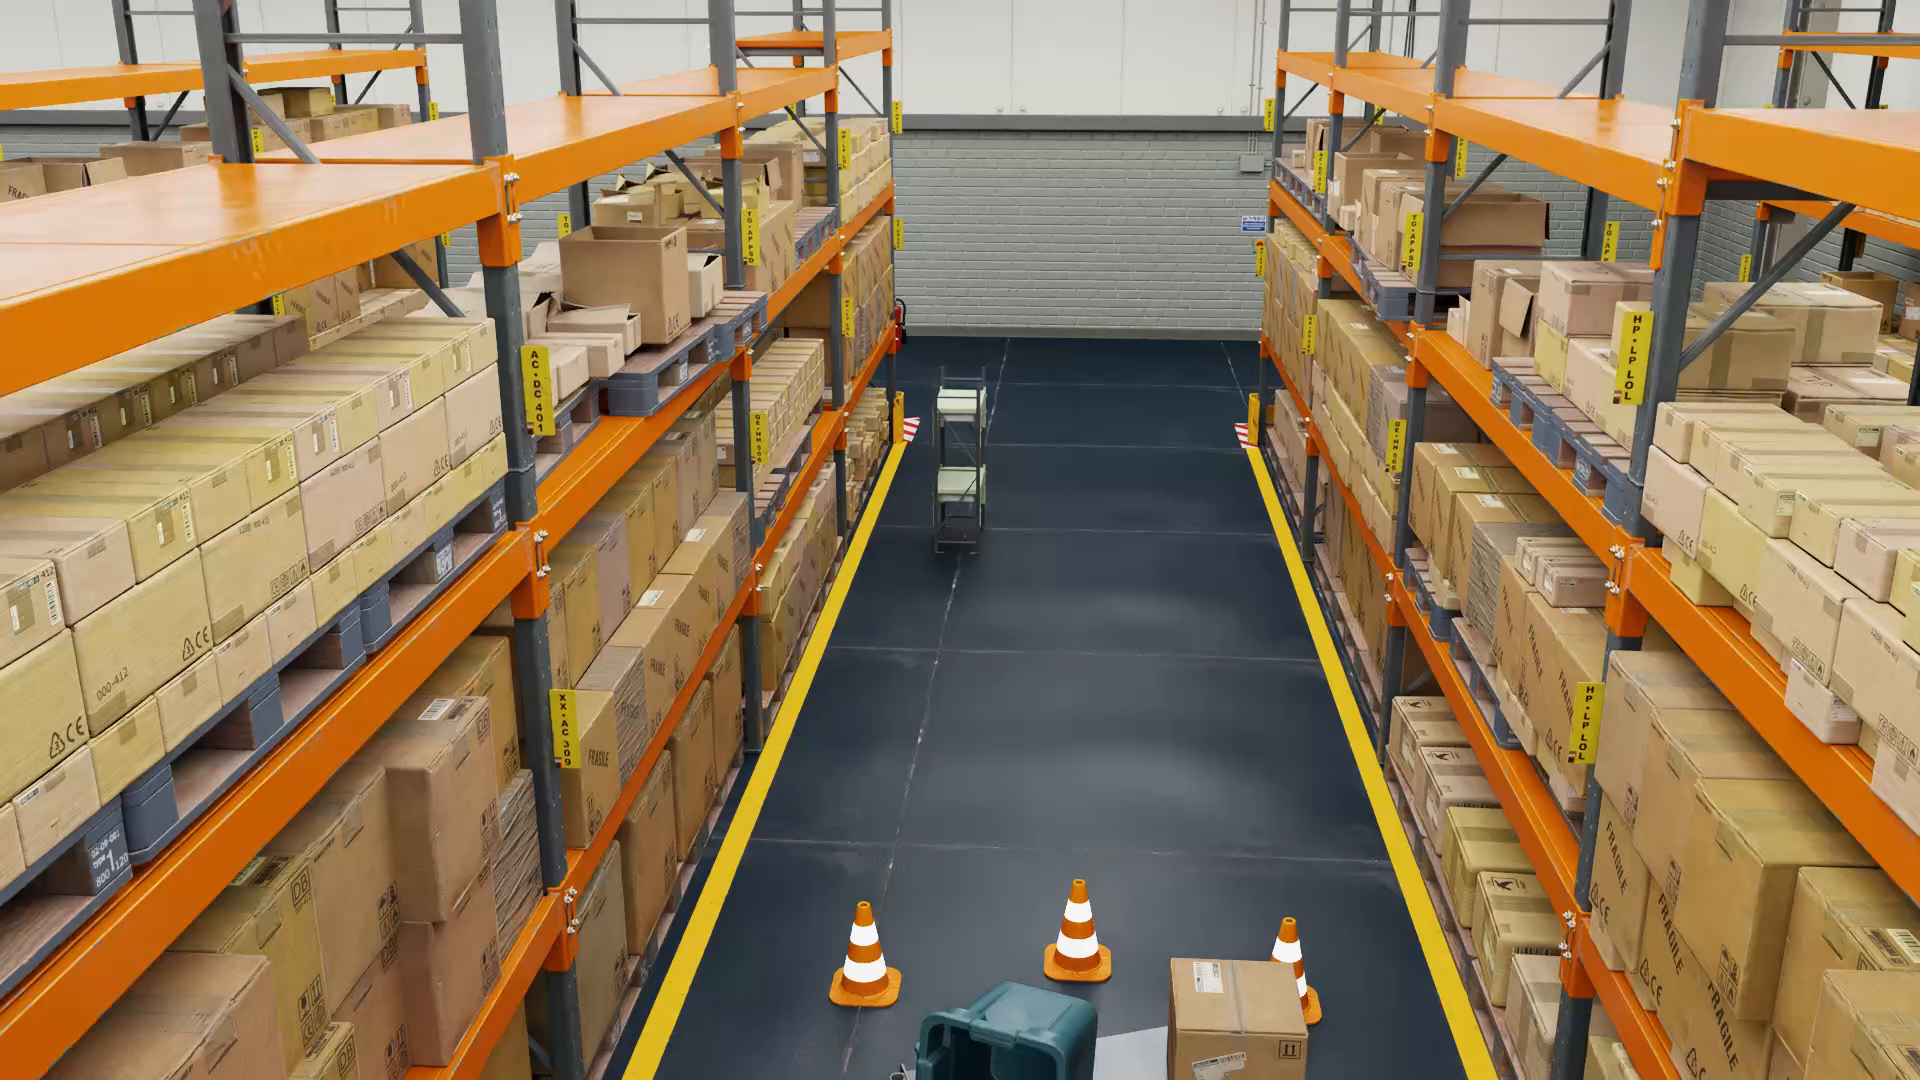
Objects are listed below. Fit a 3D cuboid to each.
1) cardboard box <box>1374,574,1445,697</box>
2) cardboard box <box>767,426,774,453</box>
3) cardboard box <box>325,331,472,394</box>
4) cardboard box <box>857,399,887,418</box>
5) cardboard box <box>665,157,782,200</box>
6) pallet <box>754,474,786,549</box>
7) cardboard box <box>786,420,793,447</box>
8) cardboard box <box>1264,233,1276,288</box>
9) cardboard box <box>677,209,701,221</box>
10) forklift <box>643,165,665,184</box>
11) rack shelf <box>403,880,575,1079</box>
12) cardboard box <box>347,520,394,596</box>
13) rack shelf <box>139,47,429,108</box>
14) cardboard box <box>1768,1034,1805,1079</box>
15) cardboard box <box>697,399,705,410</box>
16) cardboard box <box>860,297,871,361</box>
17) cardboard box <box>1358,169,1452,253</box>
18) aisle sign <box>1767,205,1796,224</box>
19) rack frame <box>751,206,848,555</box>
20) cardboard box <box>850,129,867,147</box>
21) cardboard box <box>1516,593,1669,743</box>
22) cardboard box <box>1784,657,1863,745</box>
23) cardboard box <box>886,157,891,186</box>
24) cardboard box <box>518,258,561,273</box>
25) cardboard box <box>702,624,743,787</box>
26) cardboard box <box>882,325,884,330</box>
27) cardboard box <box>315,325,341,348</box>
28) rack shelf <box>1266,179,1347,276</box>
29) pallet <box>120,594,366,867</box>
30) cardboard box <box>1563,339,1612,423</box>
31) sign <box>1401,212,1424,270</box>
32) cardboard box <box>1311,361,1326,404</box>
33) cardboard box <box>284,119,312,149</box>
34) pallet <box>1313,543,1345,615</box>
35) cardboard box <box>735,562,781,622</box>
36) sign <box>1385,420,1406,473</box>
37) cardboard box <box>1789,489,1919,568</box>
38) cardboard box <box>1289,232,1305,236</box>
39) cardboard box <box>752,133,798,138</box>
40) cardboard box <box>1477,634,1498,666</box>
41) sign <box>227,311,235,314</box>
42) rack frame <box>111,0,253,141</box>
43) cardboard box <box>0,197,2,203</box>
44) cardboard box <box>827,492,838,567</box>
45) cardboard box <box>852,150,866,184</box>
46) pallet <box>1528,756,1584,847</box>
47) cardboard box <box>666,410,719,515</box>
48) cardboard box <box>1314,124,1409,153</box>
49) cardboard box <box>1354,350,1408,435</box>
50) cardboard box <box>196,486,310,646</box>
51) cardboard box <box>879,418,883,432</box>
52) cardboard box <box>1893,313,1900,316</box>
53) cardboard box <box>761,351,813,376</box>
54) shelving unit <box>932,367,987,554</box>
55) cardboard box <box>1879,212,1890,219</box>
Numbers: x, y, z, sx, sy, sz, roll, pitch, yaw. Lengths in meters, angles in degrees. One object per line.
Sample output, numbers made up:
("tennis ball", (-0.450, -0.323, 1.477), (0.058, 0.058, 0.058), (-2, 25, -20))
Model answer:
("cardboard box", (3.297, 0.597, 11.023), (0.875, 0.875, 0.875), (1, 18, 3))
("cardboard box", (-1.494, -0.693, 11.471), (0.380, 0.149, 0.250), (1, 18, 4))
("cardboard box", (-1.793, -0.570, 5.317), (0.380, 0.149, 0.250), (1, 18, 4))
("cardboard box", (-0.959, -1.362, 17.211), (0.380, 0.149, 0.250), (1, 18, 3))
("cardboard box", (-1.735, -2.519, 12.137), (0.797, 0.503, 0.637), (1, 18, 3))
("pallet", (-1.835, -0.212, 11.062), (1.213, 0.211, 1.003), (1, 18, 4))
("cardboard box", (-1.434, -0.787, 12.237), (0.380, 0.149, 0.250), (1, 18, 2))
("cardboard box", (3.420, -2.865, 17.084), (0.500, 0.500, 0.500), (1, 18, 3))
("cardboard box", (-1.970, -1.891, 10.900), (0.500, 0.500, 0.500), (1, 18, 4))
("forklift", (-2.879, -2.401, 17.544), (1.130, 2.935, 3.031), (0, 18, 0))
("rack shelf", (-2.210, 2.125, 4.774), (1.077, 0.370, 4.000), (1, 18, 4))
("cardboard box", (-1.847, 0.045, 4.720), (0.380, 0.149, 0.250), (2, 18, 5))
("rack shelf", (-6.290, -4.404, 15.710), (1.077, 0.370, 4.000), (1, 18, 4))
("cardboard box", (2.490, 1.653, 4.424), (0.500, 0.500, 0.500), (1, 18, 5))
("cardboard box", (-2.090, -0.946, 12.244), (0.380, 0.149, 0.250), (1, 18, 3))
("cardboard box", (-1.106, -1.969, 15.476), (0.500, 0.500, 0.500), (1, 18, 3))
("cardboard box", (3.002, -2.227, 11.250), (0.500, 0.500, 0.500), (1, 18, 4))
("aisle sign", (8.401, -3.639, 17.036), (0.394, 0.787, 0.004), (1, 18, 4))
("rack frame", (-1.493, -1.322, 14.141), (1.000, 3.000, 0.127), (1, 18, 4))
("cardboard box", (-1.070, -3.758, 15.556), (0.380, 0.149, 0.250), (1, 18, 2))
("cardboard box", (2.716, 0.551, 7.113), (0.500, 0.500, 0.500), (1, 18, 4))
("cardboard box", (2.431, 0.425, 4.394), (0.380, 0.149, 0.250), (1, 18, 3))
("cardboard box", (-0.975, -3.771, 17.039), (0.500, 0.250, 0.500), (1, 18, 3))
("cardboard box", (-2.087, -1.306, 8.679), (0.500, 0.250, 0.500), (2, 18, 5))
("cardboard box", (-1.913, 0.977, 10.063), (1.050, 0.750, 0.750), (1, 18, 3))
("cardboard box", (-1.003, -2.261, 17.410), (0.380, 0.149, 0.250), (1, 18, 4))
("cardboard box", (-6.098, -1.829, 15.450), (0.500, 0.250, 0.500), (1, 18, 4))
("rack shelf", (3.595, -2.948, 15.440), (1.077, 0.370, 4.000), (1, 18, 4))
("pallet", (-2.226, 0.411, 4.177), (1.003, 0.211, 1.213), (1, 18, 4))
("cardboard box", (2.816, -0.654, 6.850), (0.500, 0.250, 0.500), (2, 18, 5))
("sign", (2.612, -1.724, 9.594), (0.100, 0.325, 0.005), (1, 18, 4))
("cardboard box", (3.138, -1.279, 13.447), (0.500, 0.250, 0.500), (1, 18, 2))
("cardboard box", (-6.394, -3.596, 15.266), (0.700, 0.500, 0.500), (2, 18, 7))
("pallet", (3.471, 0.323, 13.597), (1.003, 0.211, 1.213), (1, 18, 4))
("cardboard box", (-1.489, 0.343, 11.194), (0.500, 0.250, 0.500), (0, 18, 1))
("sign", (2.611, -0.562, 9.962), (0.100, 0.325, 0.005), (1, 18, 4))
("cardboard box", (2.499, -0.030, 4.504), (0.380, 0.149, 0.250), (1, 18, 2))
("cardboard box", (3.389, -2.886, 16.106), (0.380, 0.149, 0.250), (1, 18, 4))
("cardboard box", (-1.677, -3.609, 15.100), (0.380, 0.149, 0.250), (1, 18, 4))
("cardboard box", (2.792, 0.517, 8.258), (0.380, 0.149, 0.250), (2, 18, 6))
("sign", (-2.609, -0.667, 5.989), (0.100, 0.325, 0.005), (1, 18, 4))
("rack frame", (-6.433, -4.315, 13.640), (1.000, 3.000, 0.127), (1, 18, 4))
("cardboard box", (-6.748, -2.087, 10.818), (0.797, 0.503, 0.637), (2, 18, 7))
("cardboard box", (-1.295, -0.098, 13.746), (0.500, 0.500, 0.500), (1, 18, 3))
("cardboard box", (-1.129, -3.369, 15.007), (0.500, 0.250, 0.500), (2, 18, 5))
("pallet", (3.078, 1.099, 7.061), (1.003, 0.211, 1.213), (1, 18, 4))
("cardboard box", (-1.822, -0.463, 9.753), (0.700, 0.500, 0.500), (1, 18, 4))
("cardboard box", (3.516, -3.384, 14.616), (0.797, 0.503, 0.637), (3, 18, 8))
("cardboard box", (3.011, -1.003, 11.402), (0.500, 0.500, 0.500), (1, 18, 4))
("cardboard box", (-1.955, 0.048, 4.071), (0.500, 0.250, 0.500), (1, 18, 4))
("cardboard box", (-0.995, -1.219, 17.252), (0.380, 0.149, 0.250), (1, 18, 2))
("cardboard box", (8.883, -2.137, 16.390), (0.500, 0.250, 0.500), (1, 18, 4))
("cardboard box", (-1.366, -1.392, 13.129), (0.380, 0.149, 0.250), (1, 18, 2))
("shelving unit", (0.000, -0.711, 14.683), (0.431, 1.500, 0.755), (1, 18, 4))
("cardboard box", (8.253, -2.875, 14.467), (0.380, 0.149, 0.250), (2, 18, 6))
